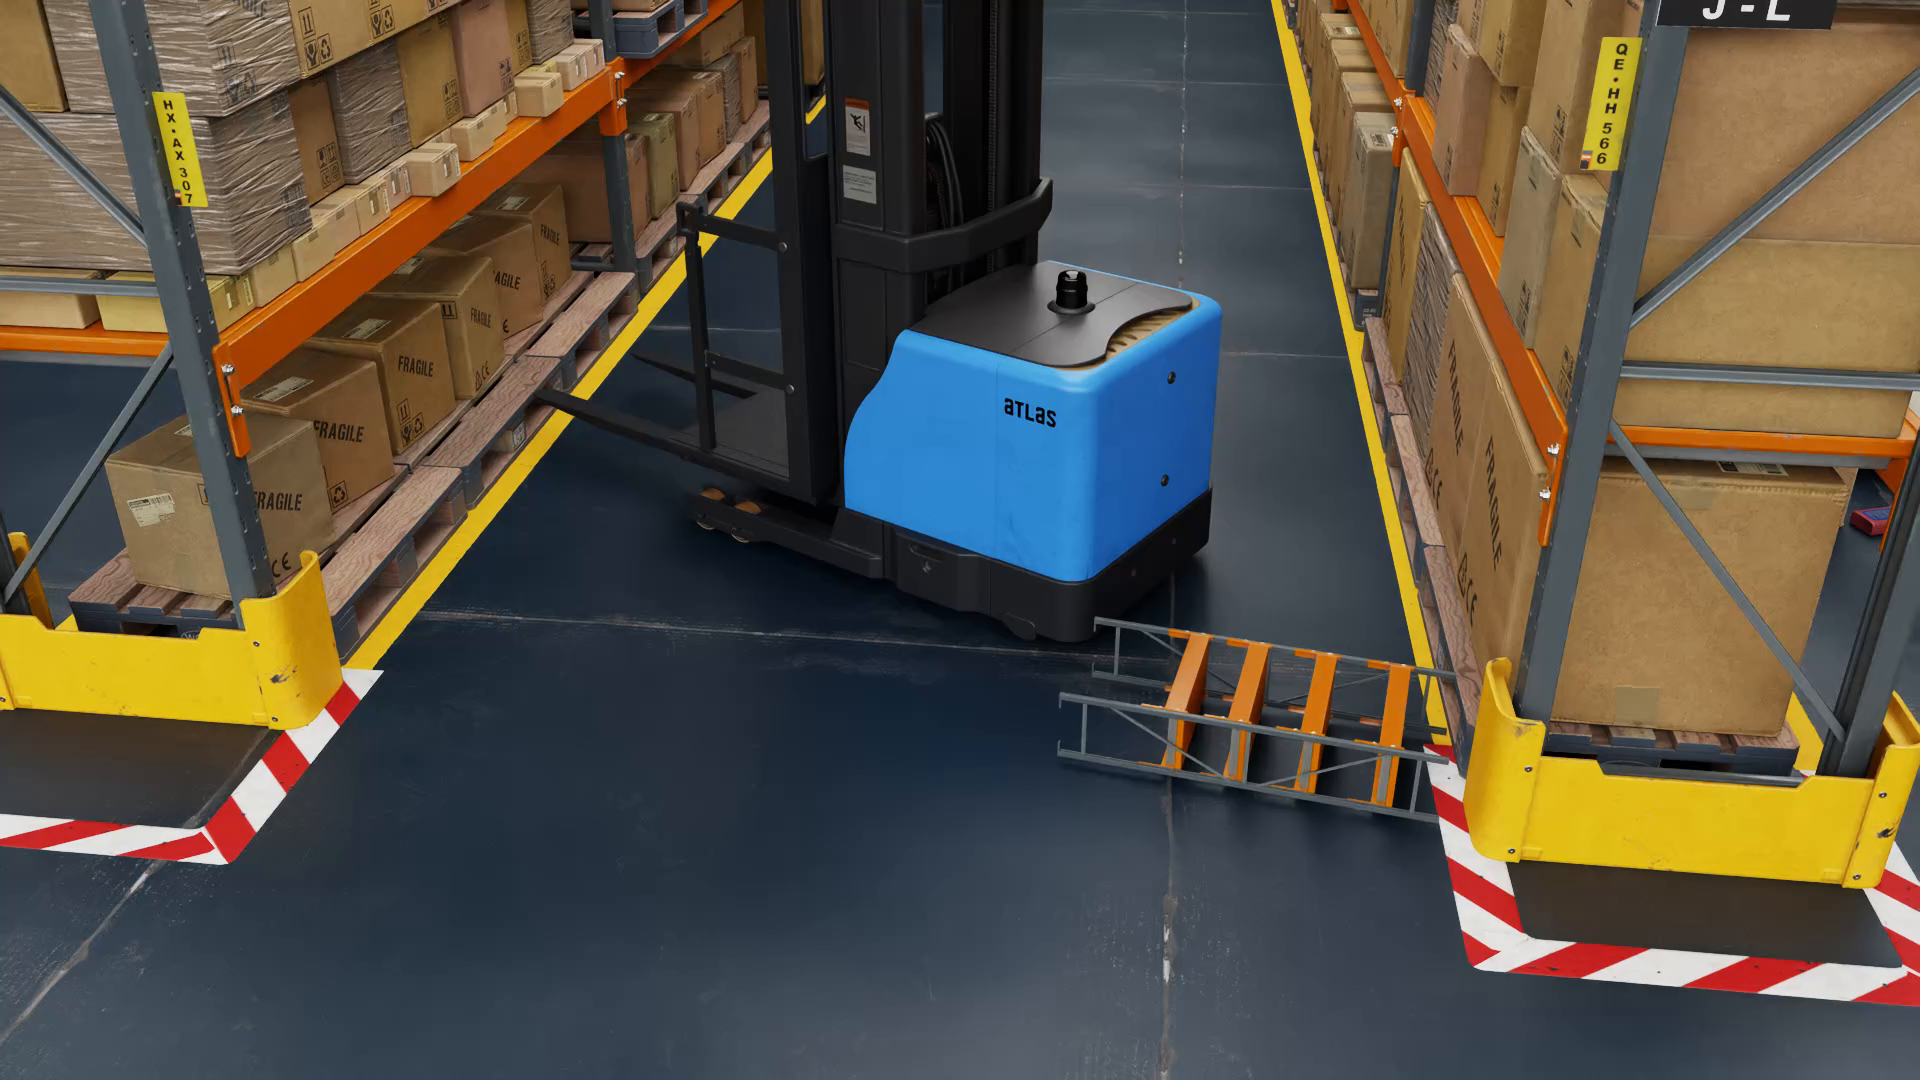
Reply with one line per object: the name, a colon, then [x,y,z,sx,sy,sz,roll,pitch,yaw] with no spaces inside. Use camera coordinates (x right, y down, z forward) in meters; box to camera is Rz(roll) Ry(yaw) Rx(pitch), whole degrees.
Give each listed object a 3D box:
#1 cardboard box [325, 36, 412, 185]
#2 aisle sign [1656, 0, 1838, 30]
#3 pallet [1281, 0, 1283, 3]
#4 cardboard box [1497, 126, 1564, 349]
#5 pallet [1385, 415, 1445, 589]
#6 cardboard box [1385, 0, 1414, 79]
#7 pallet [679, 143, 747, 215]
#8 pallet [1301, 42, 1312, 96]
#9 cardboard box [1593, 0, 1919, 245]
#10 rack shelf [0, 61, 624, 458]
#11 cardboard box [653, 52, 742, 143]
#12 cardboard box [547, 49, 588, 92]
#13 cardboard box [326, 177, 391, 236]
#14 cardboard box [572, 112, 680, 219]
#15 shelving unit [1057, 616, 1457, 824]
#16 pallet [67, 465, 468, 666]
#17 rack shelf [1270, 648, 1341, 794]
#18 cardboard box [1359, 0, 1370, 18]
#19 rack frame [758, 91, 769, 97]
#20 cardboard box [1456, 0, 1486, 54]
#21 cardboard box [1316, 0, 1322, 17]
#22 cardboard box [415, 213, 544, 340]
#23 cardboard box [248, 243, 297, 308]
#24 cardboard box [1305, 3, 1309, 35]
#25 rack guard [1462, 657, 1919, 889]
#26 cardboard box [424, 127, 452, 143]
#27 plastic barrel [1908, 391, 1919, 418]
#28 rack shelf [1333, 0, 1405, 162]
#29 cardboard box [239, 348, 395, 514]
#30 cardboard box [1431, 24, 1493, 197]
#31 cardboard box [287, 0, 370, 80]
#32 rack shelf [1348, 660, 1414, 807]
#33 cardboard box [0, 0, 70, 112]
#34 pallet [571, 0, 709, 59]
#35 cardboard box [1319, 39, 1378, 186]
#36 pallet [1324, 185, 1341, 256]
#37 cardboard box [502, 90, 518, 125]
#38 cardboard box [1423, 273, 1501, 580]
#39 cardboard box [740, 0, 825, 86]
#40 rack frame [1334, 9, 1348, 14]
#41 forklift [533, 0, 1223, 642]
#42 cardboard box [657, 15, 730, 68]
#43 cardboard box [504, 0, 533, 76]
cardboard box: [-2.620,-1.668,6.264,0.875,0.500,0.500,3,28,6]
aisle sign: [1.843,-1.553,3.729,0.394,0.787,0.004,3,28,6]
pallet: [3.814,-5.739,17.181,1.003,0.211,1.213,3,28,6]
cardboard box: [2.195,-0.928,5.151,0.875,0.550,0.550,3,28,6]
pallet: [2.322,-0.150,6.806,1.003,0.211,1.213,3,28,6]
cardboard box: [2.438,-2.612,8.331,0.500,0.500,0.500,3,28,6]
pallet: [-2.030,-2.358,10.904,1.003,0.211,1.213,3,28,6]
pallet: [3.379,-3.903,13.772,1.003,0.211,1.213,3,28,6]
cardboard box: [2.233,-1.138,4.403,0.875,0.550,0.550,3,28,6]
rack shelf: [-2.516,-1.385,6.916,1.077,0.370,4.000,3,28,6]
cardboard box: [-1.898,-3.041,11.403,0.700,0.500,0.500,1,28,2]
cardboard box: [-2.046,-2.297,8.116,0.380,0.149,0.250,3,28,6]
cardboard box: [-2.347,-1.239,6.153,0.380,0.149,0.250,3,28,6]
cardboard box: [-2.097,-2.247,9.931,0.700,0.500,0.500,3,28,6]
shelving unit: [0.963,0.565,5.392,1.200,0.258,0.503,8,29,15]
pallet: [-2.617,0.051,6.432,1.003,0.211,1.213,3,28,6]
rack shelf: [1.113,0.587,5.351,0.148,0.258,0.480,8,29,15]
cardboard box: [2.622,-3.327,9.658,0.500,0.500,0.500,3,28,6]
rack frame: [-1.781,-4.526,11.988,1.000,3.000,0.127,3,28,6]
cardboard box: [2.405,-2.165,6.310,0.875,0.550,0.550,3,28,6]
cardboard box: [3.004,-4.180,12.749,0.500,0.250,0.500,4,29,7]
cardboard box: [-2.422,-1.271,8.140,0.500,0.500,0.500,13,31,22]
cardboard box: [-2.440,-0.886,5.498,0.380,0.149,0.250,3,28,6]
cardboard box: [3.152,-4.328,13.814,0.500,0.500,0.500,4,29,7]
rack guard: [2.146,0.687,4.947,1.175,0.500,0.348,3,28,6]
cardboard box: [-2.310,-1.596,6.814,0.380,0.149,0.250,3,28,6]
plastic barrel: [4.023,-0.550,7.324,0.421,0.421,0.512,-24,36,-37]
rack shelf: [2.884,-2.932,9.788,1.077,0.370,4.000,3,28,6]
cardboard box: [-2.629,-0.421,6.561,0.500,0.500,0.500,11,30,19]
cardboard box: [2.378,-1.691,6.569,0.875,0.550,0.550,3,28,6]
cardboard box: [-2.355,-1.853,5.554,0.500,0.500,0.500,3,28,6]
rack shelf: [1.339,0.620,5.290,0.148,0.258,0.480,8,29,15]
cardboard box: [-2.939,-1.649,5.174,0.500,0.500,0.500,3,28,6]
pallet: [-2.033,-2.910,9.191,1.003,0.211,1.213,3,28,6]
cardboard box: [2.862,-2.691,10.512,1.050,0.750,0.750,4,29,7]
pallet: [2.806,-2.023,10.283,1.003,0.211,1.213,3,28,6]
cardboard box: [-2.217,-1.949,7.469,0.380,0.149,0.250,3,28,6]
cardboard box: [2.272,-0.411,6.148,0.875,0.875,0.875,3,28,5]
cardboard box: [-1.676,-4.099,12.993,1.225,0.875,0.875,2,28,4]
rack frame: [3.129,-4.190,11.365,1.000,3.000,0.127,3,28,6]
forklift: [-0.507,-1.463,6.376,3.031,2.935,1.130,19,34,31]
cardboard box: [-1.888,-3.382,11.246,0.500,0.250,0.500,7,29,12]
cardboard box: [-2.484,-2.376,7.579,0.875,0.500,0.500,3,28,6]
